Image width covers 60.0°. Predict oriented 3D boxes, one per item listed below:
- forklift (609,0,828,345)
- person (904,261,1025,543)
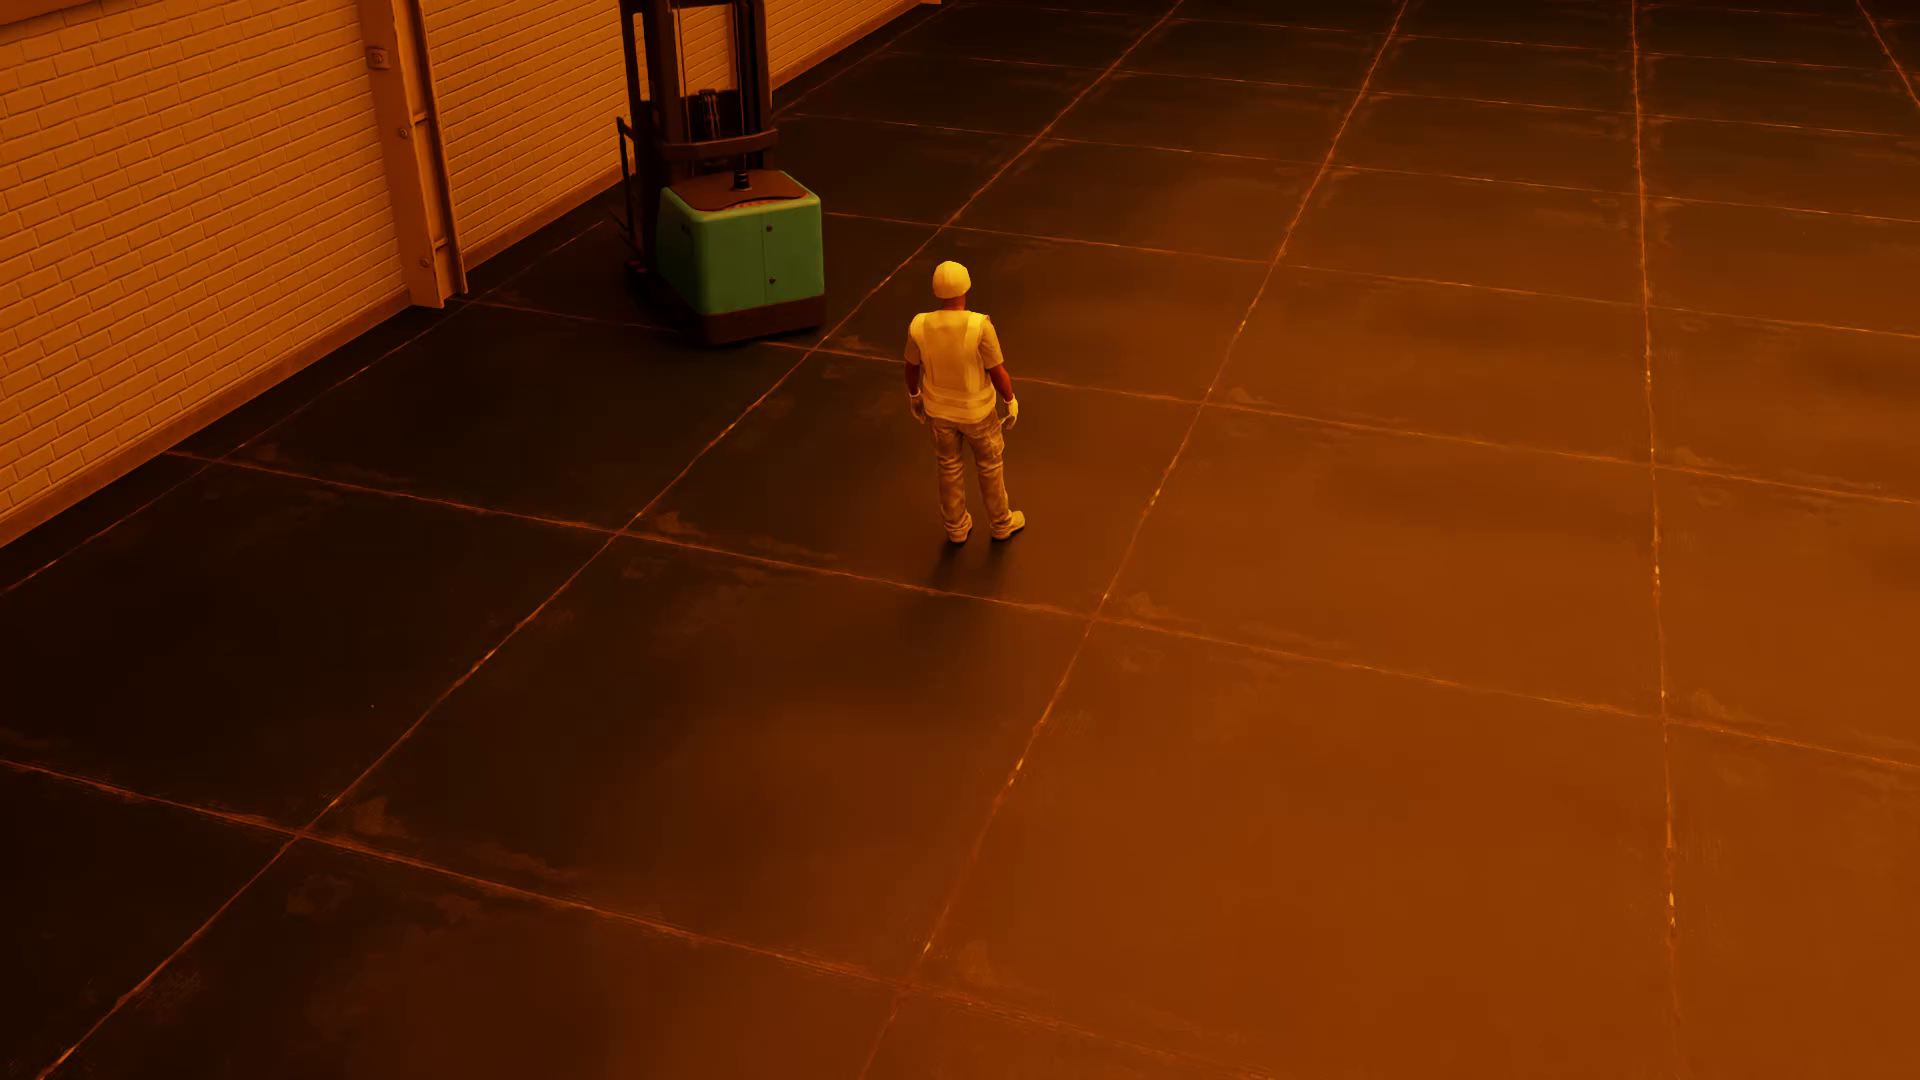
[{"bbox_3d":[-2.146,-3.446,13.182,1.130,2.935,3.031,-14,33,-23],"label":"forklift"},{"bbox_3d":[0.032,-0.813,9.707,0.656,1.782,0.577,10,31,16],"label":"person"}]
